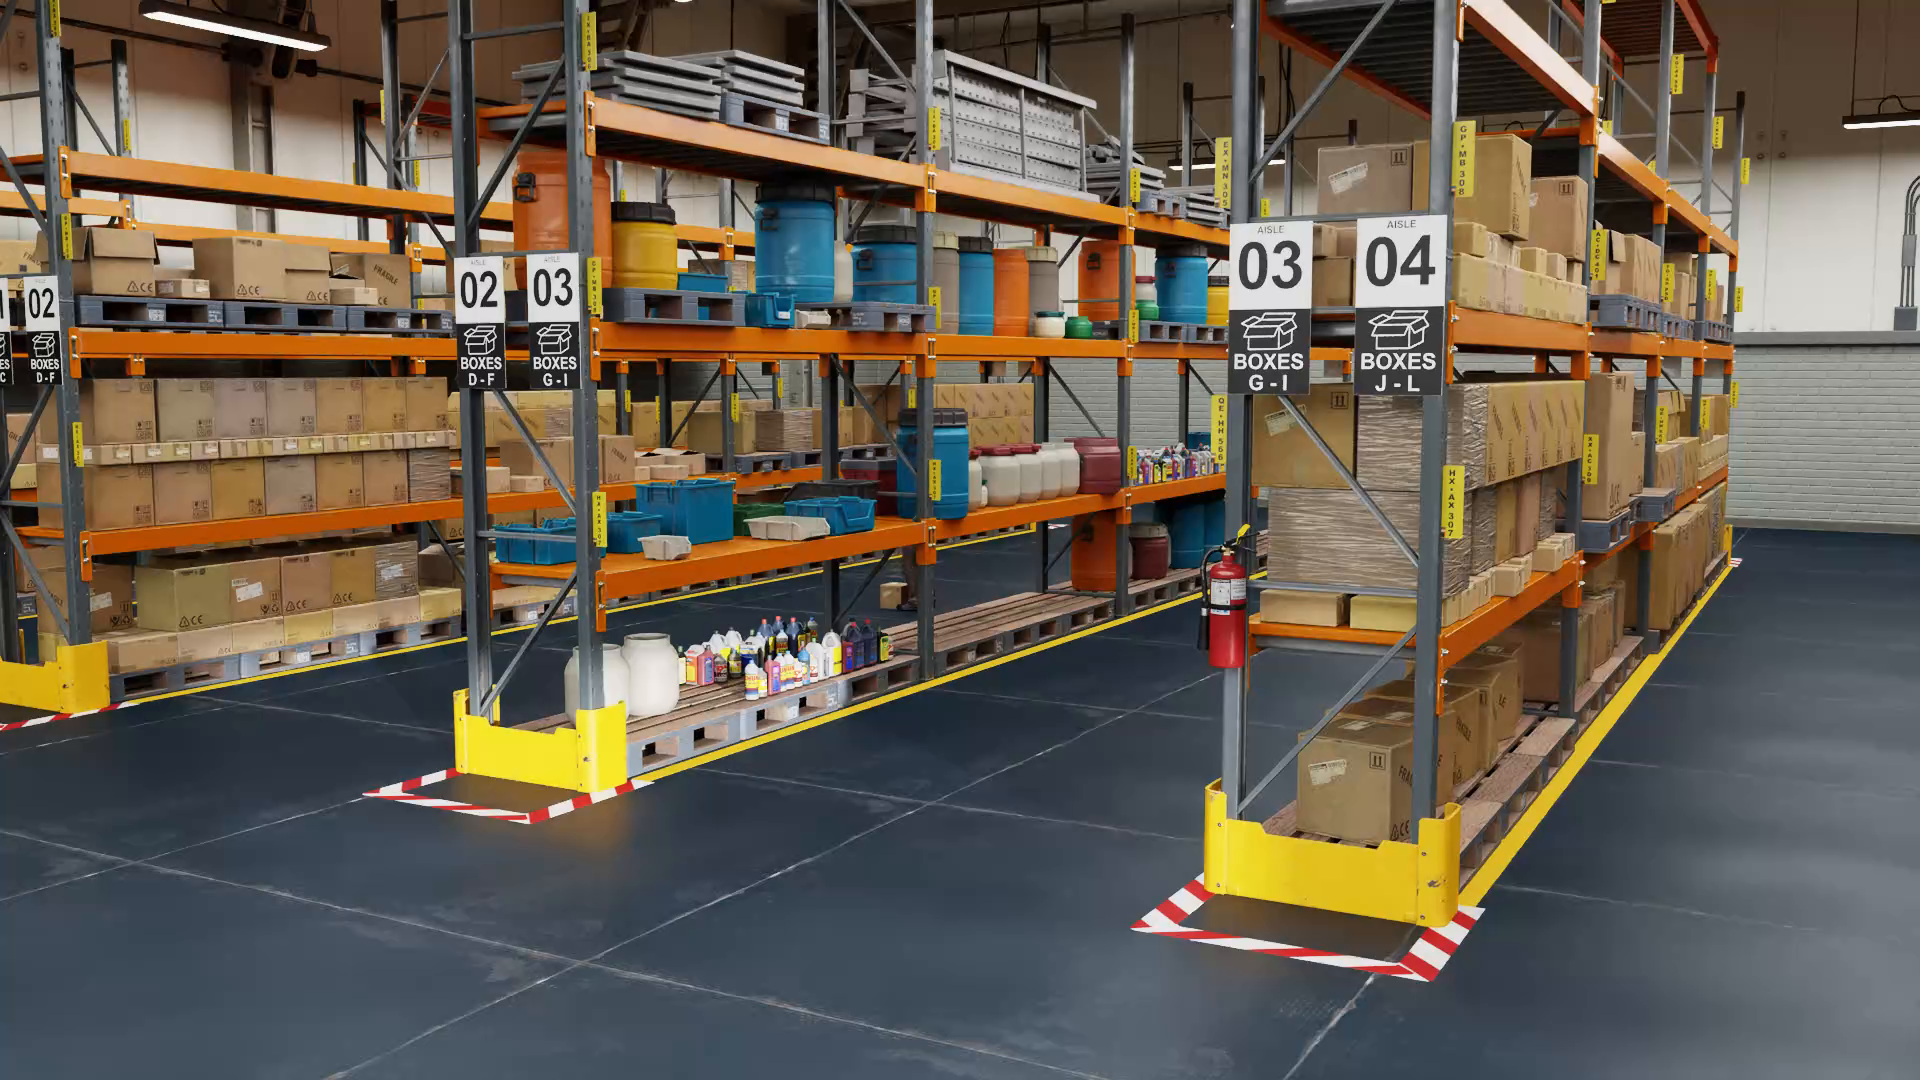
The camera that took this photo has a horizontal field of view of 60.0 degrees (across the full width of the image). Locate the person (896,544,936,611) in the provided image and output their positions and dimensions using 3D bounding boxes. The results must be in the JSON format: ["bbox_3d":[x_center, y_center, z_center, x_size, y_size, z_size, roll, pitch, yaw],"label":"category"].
[{"bbox_3d":[-0.427,-0.124,17.450,0.412,1.721,0.583,3,7,28],"label":"person"}]
